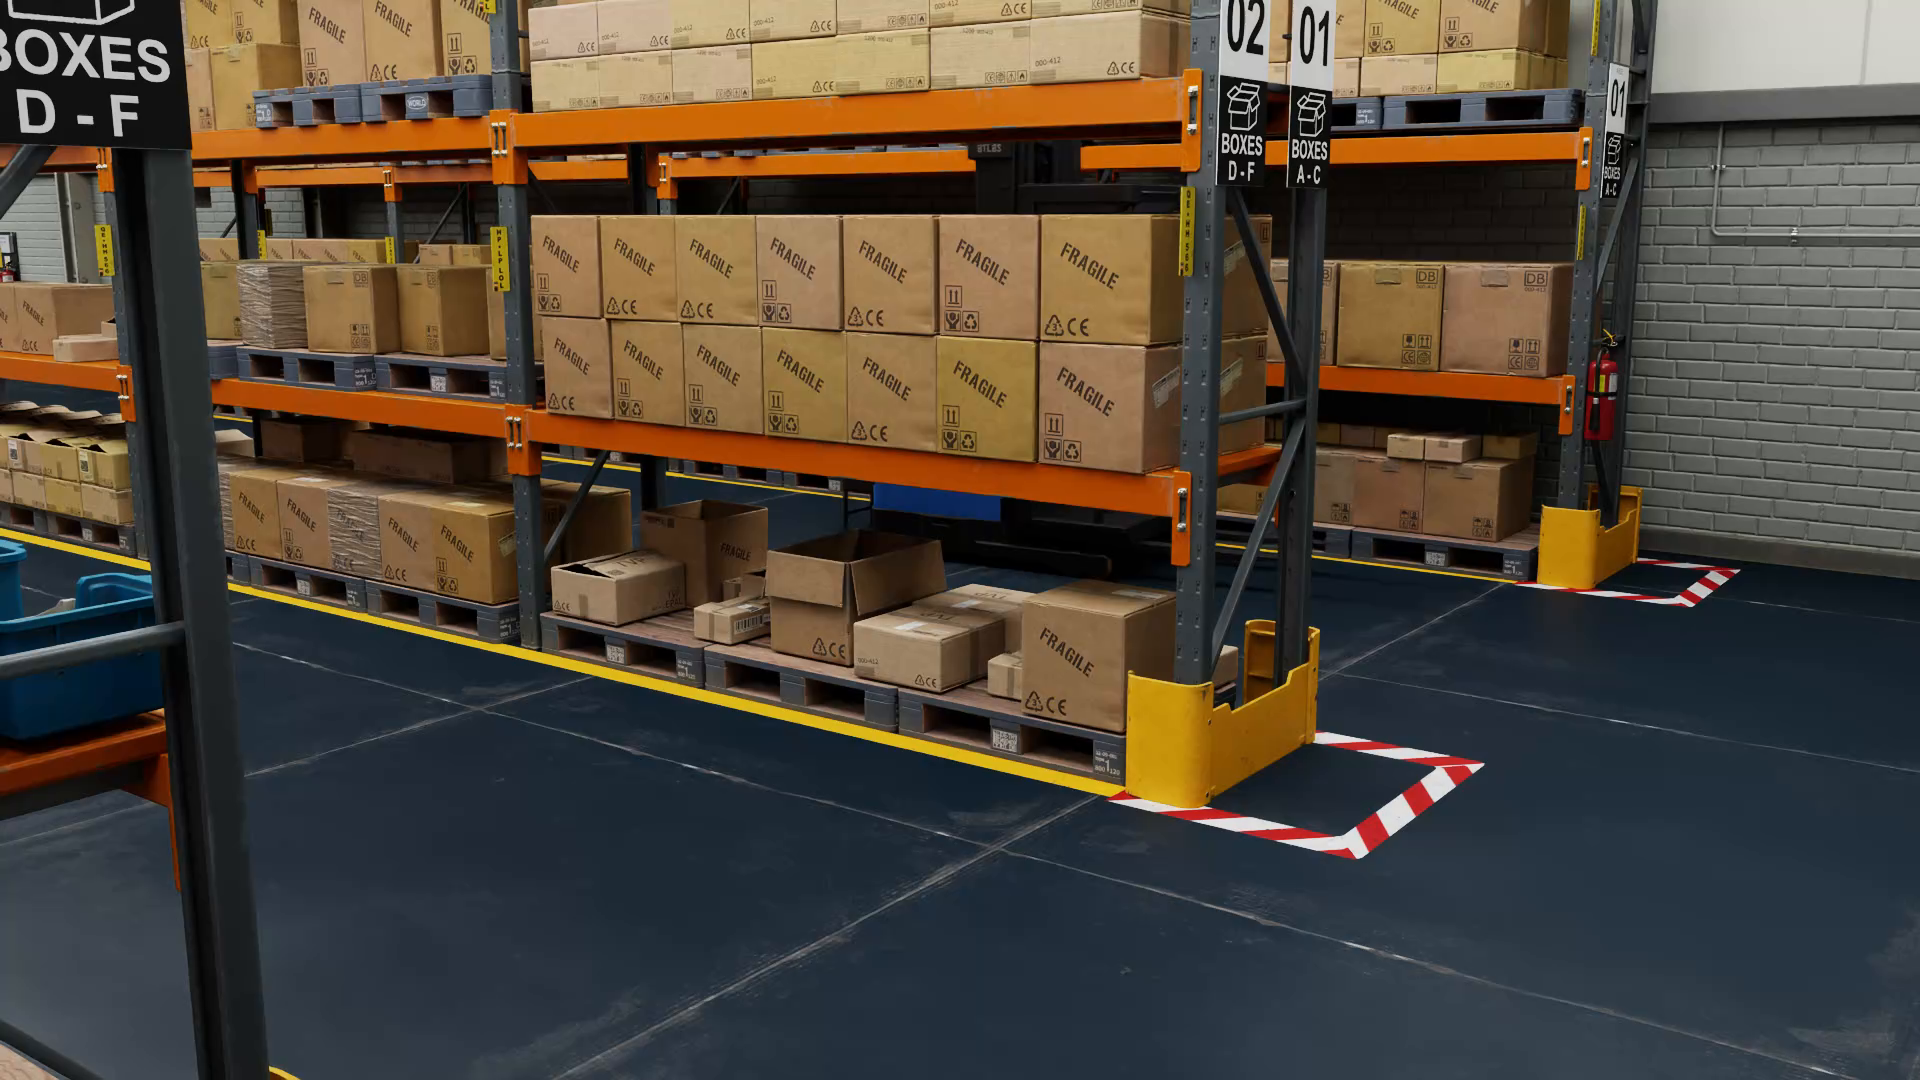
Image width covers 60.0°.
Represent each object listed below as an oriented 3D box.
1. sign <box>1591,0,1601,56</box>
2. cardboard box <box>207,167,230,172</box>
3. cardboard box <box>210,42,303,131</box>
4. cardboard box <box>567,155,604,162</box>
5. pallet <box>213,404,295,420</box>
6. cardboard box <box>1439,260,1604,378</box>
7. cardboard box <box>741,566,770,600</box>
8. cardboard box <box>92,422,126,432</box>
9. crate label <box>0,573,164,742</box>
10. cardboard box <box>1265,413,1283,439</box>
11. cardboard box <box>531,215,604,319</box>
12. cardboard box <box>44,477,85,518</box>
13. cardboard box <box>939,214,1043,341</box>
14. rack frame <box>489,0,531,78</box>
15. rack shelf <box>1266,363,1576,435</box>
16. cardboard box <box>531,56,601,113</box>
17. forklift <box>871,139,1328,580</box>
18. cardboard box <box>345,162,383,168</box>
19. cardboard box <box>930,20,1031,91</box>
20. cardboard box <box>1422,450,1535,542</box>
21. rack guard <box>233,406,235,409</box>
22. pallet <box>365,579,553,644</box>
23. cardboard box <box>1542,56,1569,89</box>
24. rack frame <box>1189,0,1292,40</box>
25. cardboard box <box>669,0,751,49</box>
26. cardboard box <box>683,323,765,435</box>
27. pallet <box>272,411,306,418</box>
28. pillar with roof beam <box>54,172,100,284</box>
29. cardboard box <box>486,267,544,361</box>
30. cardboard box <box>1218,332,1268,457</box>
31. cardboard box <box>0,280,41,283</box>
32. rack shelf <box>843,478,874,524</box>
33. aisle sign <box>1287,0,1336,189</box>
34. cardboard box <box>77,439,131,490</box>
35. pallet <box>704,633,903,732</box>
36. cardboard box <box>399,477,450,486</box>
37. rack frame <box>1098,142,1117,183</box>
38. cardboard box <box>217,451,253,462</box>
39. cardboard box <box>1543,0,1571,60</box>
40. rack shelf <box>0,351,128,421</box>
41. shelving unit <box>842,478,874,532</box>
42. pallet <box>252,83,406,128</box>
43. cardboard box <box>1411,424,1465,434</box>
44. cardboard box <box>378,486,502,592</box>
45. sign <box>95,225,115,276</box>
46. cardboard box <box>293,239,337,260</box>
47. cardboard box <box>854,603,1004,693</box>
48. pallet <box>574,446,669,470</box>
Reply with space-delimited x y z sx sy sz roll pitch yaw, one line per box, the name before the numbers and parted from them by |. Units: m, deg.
sign | 3.787 -3.054 9.899 0.005 0.325 0.100 8 13 36
cardboard box | -8.243 -4.456 18.951 0.500 0.500 0.500 9 14 39
cardboard box | -4.056 -2.770 10.289 0.500 0.500 0.910 8 13 36
cardboard box | -3.318 -3.860 15.861 0.637 0.503 0.797 11 15 43
pallet | -8.081 -1.592 19.701 1.213 0.211 1.003 8 13 36
cardboard box | 3.703 -1.470 10.942 0.700 0.700 0.980 9 14 38
cardboard box | -0.802 0.251 8.755 0.500 0.311 0.500 8 13 36
cardboard box | -6.344 -0.759 12.710 0.500 0.311 0.500 7 13 34
crate label | -1.749 0.224 3.256 0.303 0.233 0.416 8 13 36
cardboard box | 2.280 -0.844 12.263 0.250 0.149 0.380 8 14 36
cardboard box | -1.820 -1.402 8.483 0.500 0.500 0.500 8 14 37
cardboard box | -6.243 -0.343 12.040 0.500 0.250 0.500 8 13 35
cardboard box | 0.261 -1.113 6.989 0.500 0.500 0.500 8 14 37
rack frame | -2.033 -3.903 8.514 0.127 3.000 1.000 8 13 36
rack shelf | 2.508 -1.139 11.912 4.000 0.370 1.077 8 13 36
cardboard box | -1.788 -2.264 8.335 0.500 0.250 0.500 8 13 36
forklift | 0.913 -1.297 11.019 3.031 2.935 1.130 6 13 30
cardboard box | -6.108 -4.167 17.459 0.500 0.500 0.500 8 14 37
cardboard box | 0.224 -1.983 6.878 0.500 0.250 0.500 8 13 36
cardboard box | 3.496 -0.309 11.207 0.500 0.500 0.700 8 13 36
rack guard | -8.715 -1.830 20.173 0.348 0.500 1.175 8 13 36
pallet | -2.711 0.325 9.792 1.213 0.211 1.003 8 13 36
cardboard box | 3.676 -3.041 10.980 0.500 0.250 0.500 9 14 38
rack frame | 1.191 -3.454 6.190 0.127 3.000 1.000 8 13 36
cardboard box | -0.988 -2.396 7.698 0.500 0.250 0.500 8 13 36
cardboard box | -0.968 -0.794 7.975 0.500 0.500 0.500 8 13 35
pallet | -7.102 -1.454 18.991 1.213 0.211 1.003 8 13 36
pillar with roof beam | -15.084 -6.081 19.768 0.400 9.000 9.100 8 13 36
cardboard box | -2.283 -1.301 9.487 0.500 0.500 0.700 3 11 16
cardboard box | 0.989 -0.648 7.217 0.500 0.500 0.500 8 14 37
cardboard box | -7.448 -1.758 12.958 0.500 0.500 0.500 9 14 40
rack shelf | -0.545 -0.385 12.247 0.480 0.518 0.431 6 13 30
aisle sign | 1.419 -1.822 6.706 0.004 0.787 0.394 8 13 36
cardboard box | -5.825 -0.560 11.686 0.500 0.311 0.500 8 14 37
pallet | -0.493 0.626 8.241 1.213 0.211 1.003 8 13 36
cardboard box | -3.114 -0.154 10.351 0.500 0.500 0.500 8 14 36
rack frame | 0.896 -1.717 13.006 0.127 3.000 1.000 8 13 36
cardboard box | -5.060 -0.302 11.114 0.500 0.500 0.500 9 14 38
cardboard box | 3.674 -3.409 10.906 0.500 0.500 0.500 7 13 33
rack shelf | -6.870 -1.279 12.639 4.000 0.370 1.077 8 13 36
shelving unit | -0.545 -1.085 12.111 0.503 2.100 0.431 6 13 30
pallet | -3.355 -2.539 9.852 1.003 0.211 1.213 8 13 36
cardboard box | 3.307 -0.701 11.525 0.250 0.149 0.380 8 14 36
cardboard box | -2.994 -0.015 9.634 0.500 0.500 0.500 8 14 36
sign | -5.583 -1.891 10.858 0.005 0.325 0.100 8 13 36
cardboard box | -6.922 -3.040 18.213 0.500 0.500 0.500 7 13 34
cardboard box | -0.141 0.491 7.676 0.500 0.250 0.500 8 13 36
pallet | -2.957 -0.886 16.051 1.213 0.211 1.003 8 13 36
